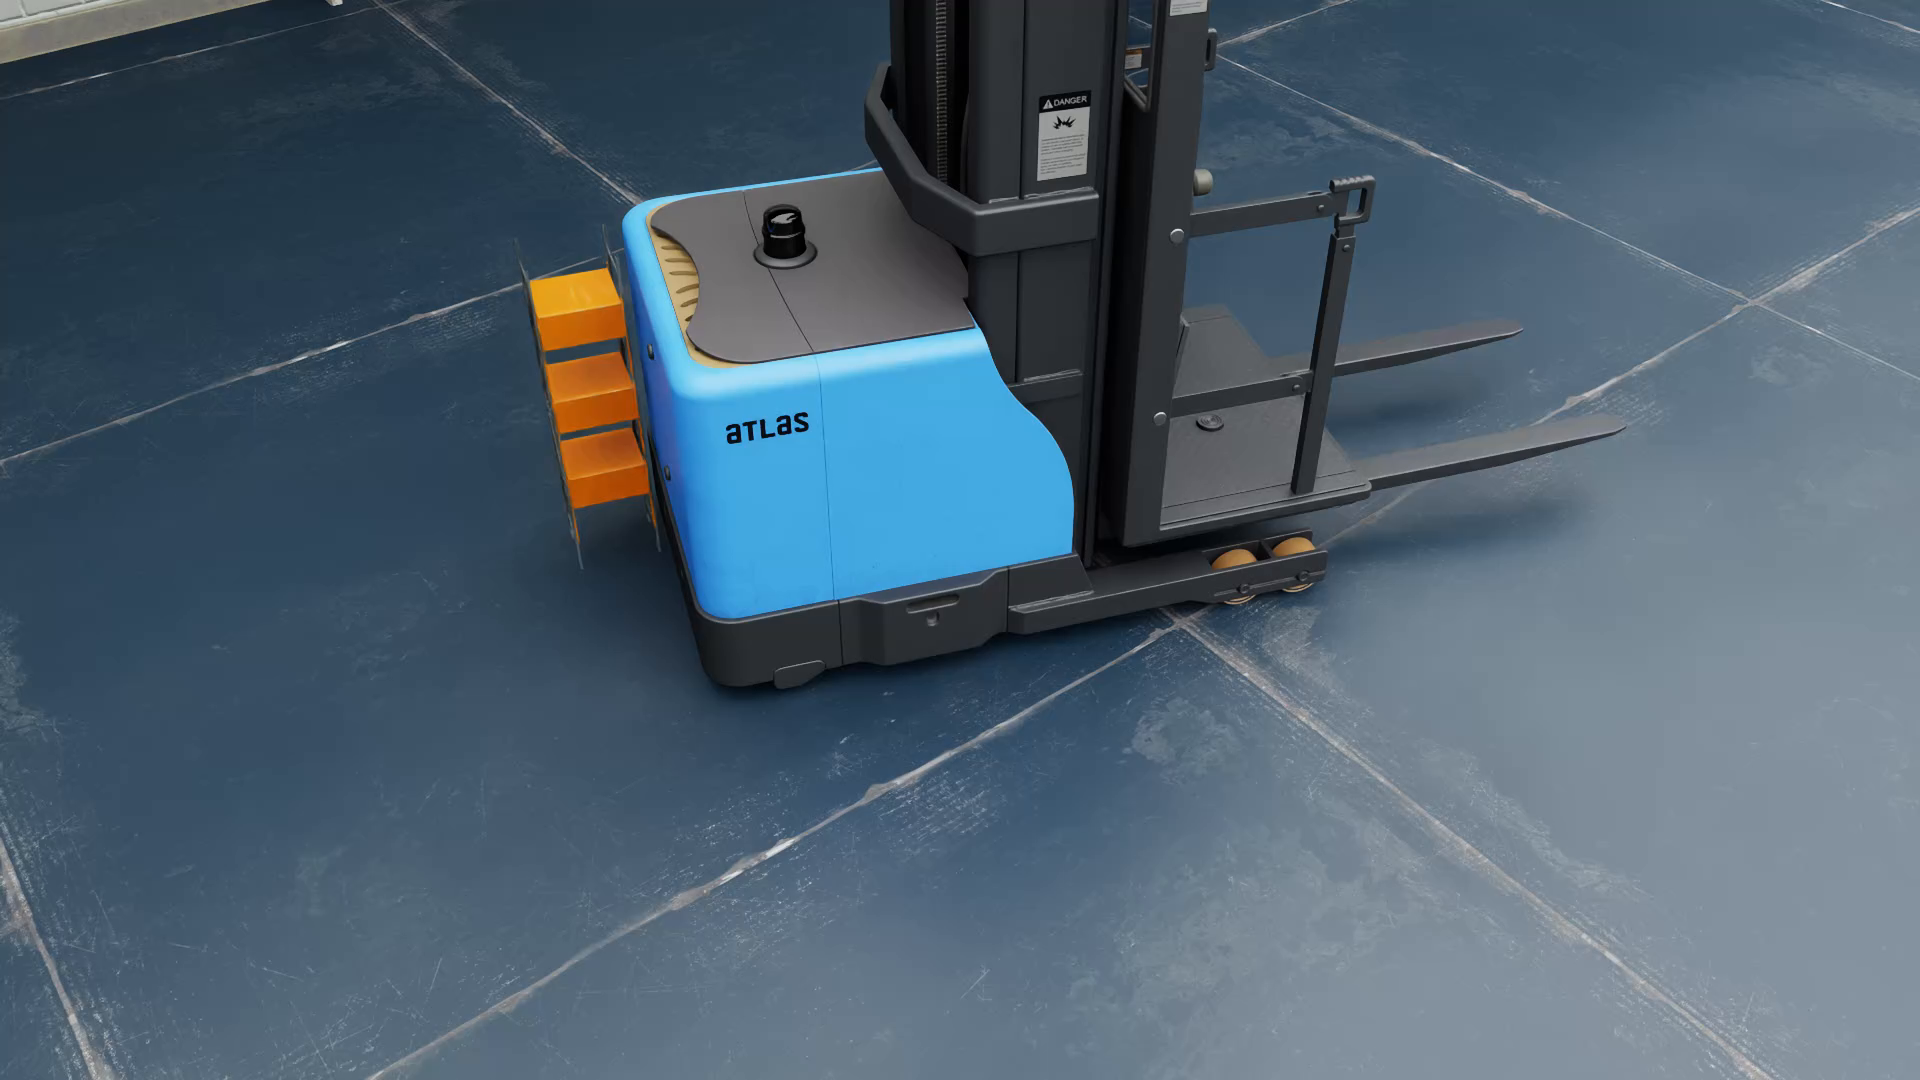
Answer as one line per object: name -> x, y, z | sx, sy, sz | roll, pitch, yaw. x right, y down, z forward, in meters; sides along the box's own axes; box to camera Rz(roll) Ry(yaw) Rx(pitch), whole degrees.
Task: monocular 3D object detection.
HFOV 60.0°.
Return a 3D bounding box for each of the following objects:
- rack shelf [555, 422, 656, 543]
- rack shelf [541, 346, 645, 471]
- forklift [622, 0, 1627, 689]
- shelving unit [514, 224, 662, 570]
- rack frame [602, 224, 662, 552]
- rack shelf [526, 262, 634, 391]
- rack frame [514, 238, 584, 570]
rack shelf -> -1.086, -0.177, 5.091 | 0.240, 0.259, 0.215 | -13, 42, -15
rack shelf -> -1.085, -0.391, 4.913 | 0.240, 0.259, 0.215 | -13, 42, -15
forklift -> 0.601, -1.249, 4.462 | 3.031, 2.935, 1.130 | -11, 41, -13
shelving unit -> -1.085, -0.399, 4.906 | 0.252, 1.050, 0.215 | -13, 42, -15
rack frame -> -0.970, -0.425, 4.939 | 0.008, 1.050, 0.200 | -13, 42, -15
rack shelf -> -1.084, -0.608, 4.731 | 0.240, 0.259, 0.215 | -13, 42, -15
rack frame -> -1.199, -0.372, 4.874 | 0.008, 1.050, 0.200 | -13, 42, -15
